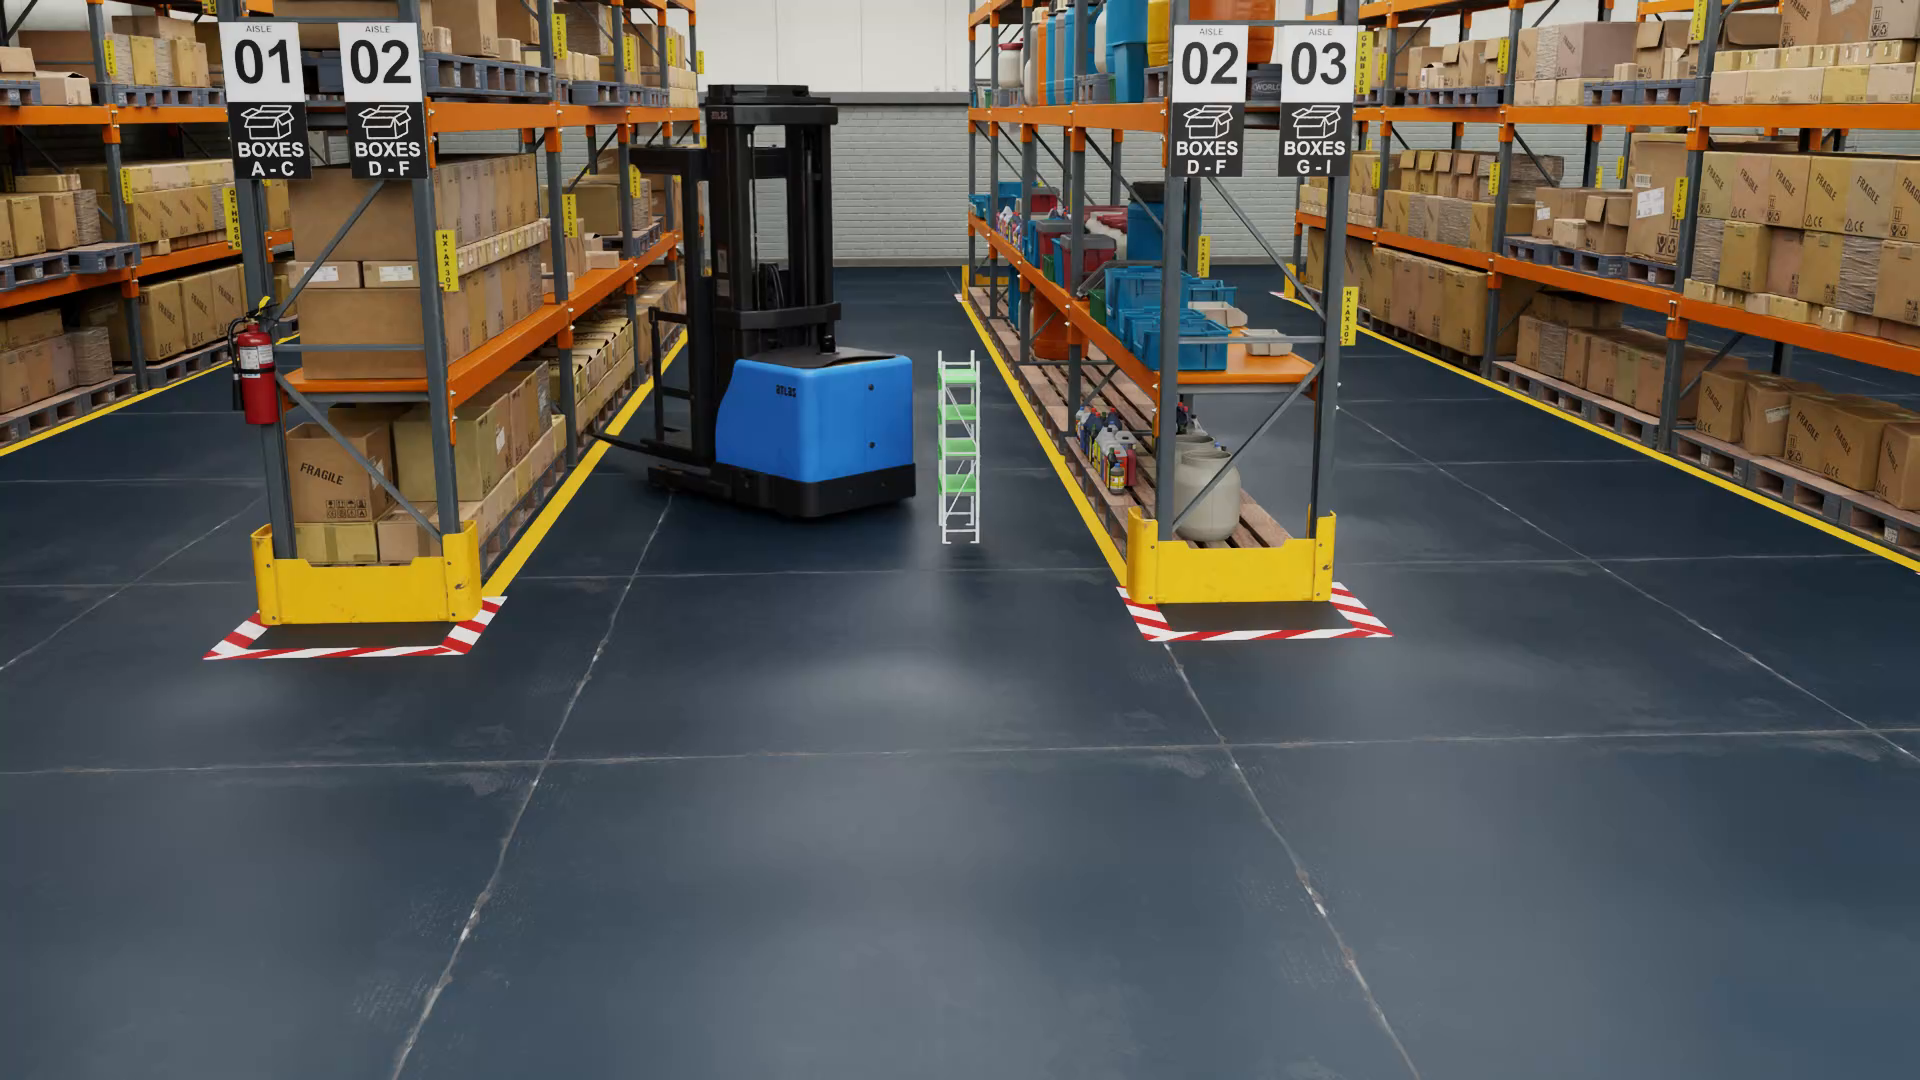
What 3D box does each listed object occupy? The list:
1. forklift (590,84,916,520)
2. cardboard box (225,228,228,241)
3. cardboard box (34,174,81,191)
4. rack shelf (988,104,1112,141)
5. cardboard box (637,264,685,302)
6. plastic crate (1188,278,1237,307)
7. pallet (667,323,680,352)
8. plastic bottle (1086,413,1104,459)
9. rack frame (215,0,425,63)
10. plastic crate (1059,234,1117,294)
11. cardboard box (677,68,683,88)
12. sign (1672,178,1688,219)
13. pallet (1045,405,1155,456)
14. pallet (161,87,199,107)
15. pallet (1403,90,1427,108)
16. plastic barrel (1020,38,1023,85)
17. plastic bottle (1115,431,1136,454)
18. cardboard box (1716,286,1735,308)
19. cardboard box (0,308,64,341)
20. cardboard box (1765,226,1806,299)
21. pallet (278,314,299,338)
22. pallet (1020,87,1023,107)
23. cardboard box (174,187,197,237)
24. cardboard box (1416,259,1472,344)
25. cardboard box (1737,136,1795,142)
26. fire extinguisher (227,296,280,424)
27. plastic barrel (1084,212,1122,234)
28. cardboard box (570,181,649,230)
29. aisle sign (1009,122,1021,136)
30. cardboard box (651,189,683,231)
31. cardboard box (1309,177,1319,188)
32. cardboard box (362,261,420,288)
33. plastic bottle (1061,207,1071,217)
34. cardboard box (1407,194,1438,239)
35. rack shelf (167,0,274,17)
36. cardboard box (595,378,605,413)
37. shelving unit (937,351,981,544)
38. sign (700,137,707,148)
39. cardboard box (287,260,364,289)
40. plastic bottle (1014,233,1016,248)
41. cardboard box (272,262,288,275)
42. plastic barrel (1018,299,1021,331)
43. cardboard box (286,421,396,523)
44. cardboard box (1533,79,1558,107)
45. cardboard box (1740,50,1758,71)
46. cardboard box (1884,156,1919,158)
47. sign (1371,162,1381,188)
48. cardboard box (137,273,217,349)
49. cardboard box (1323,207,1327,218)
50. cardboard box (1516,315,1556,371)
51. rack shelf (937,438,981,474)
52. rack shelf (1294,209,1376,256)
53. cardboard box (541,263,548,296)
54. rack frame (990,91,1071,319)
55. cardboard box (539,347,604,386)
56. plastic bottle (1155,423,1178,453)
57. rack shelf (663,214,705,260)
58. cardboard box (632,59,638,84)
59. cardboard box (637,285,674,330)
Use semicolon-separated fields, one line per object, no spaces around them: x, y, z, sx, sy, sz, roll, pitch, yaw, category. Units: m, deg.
-1.710;-1.855;12.352;1.130;2.935;3.031;-14;20;-43;forklift
-8.615;-3.562;19.316;0.380;0.149;0.250;-1;14;-3;cardboard box
-8.705;-3.442;15.998;0.380;0.149;0.250;-3;15;-11;cardboard box
1.008;-4.706;18.722;1.077;0.370;4.000;-1;14;-3;rack shelf
-4.182;-3.495;22.717;0.797;0.503;0.637;-1;14;-3;cardboard box
1.719;-1.767;12.171;0.499;0.251;0.616;-1;14;-3;plastic crate
-3.972;-2.471;20.209;1.003;0.211;1.213;-1;14;-3;pallet
1.027;-0.786;12.494;0.144;0.351;0.185;-1;15;-6;plastic bottle
-3.317;-3.945;8.299;1.000;3.000;0.127;-1;14;-3;rack frame
1.044;-2.256;13.648;0.402;0.464;0.583;-1;14;-3;plastic crate
-3.894;-6.020;21.680;0.500;0.250;0.500;-1;14;-3;cardboard box
5.769;-2.737;13.322;0.100;0.325;0.005;-1;14;-3;sign
1.292;-0.954;14.310;1.003;0.211;1.213;-1;14;-3;pallet
-8.921;-4.750;17.828;1.003;0.211;1.213;0;14;-1;pallet
5.933;-5.308;20.003;0.805;0.209;1.217;-1;15;-6;pallet
0.871;-5.265;18.334;0.433;0.535;0.433;0;14;0;plastic barrel
1.200;-0.652;12.125;0.152;0.276;0.135;-1;14;-3;plastic bottle
6.082;-1.882;12.826;0.380;0.149;0.250;-1;14;-3;cardboard box
-8.687;-1.996;15.394;0.500;0.250;0.500;-1;14;-2;cardboard box
6.417;-2.018;12.052;0.875;0.500;0.500;-1;14;-3;cardboard box
-8.973;-2.786;21.432;1.003;0.211;1.213;-1;14;-3;pallet
1.182;-4.657;17.467;1.003;0.211;1.213;-1;14;-3;pallet
-8.584;-3.532;17.897;0.500;0.500;0.500;-1;14;-4;cardboard box
6.006;-2.749;19.112;1.225;0.875;0.875;-1;14;-3;cardboard box
10.485;-5.017;21.700;0.500;0.500;0.500;-1;14;-5;cardboard box
-3.773;-0.965;8.914;0.296;0.674;0.183;-1;14;-3;fire extinguisher
1.409;-2.906;16.077;0.421;0.512;0.421;0;14;0;plastic barrel
-3.830;-3.666;18.212;0.700;0.500;0.500;2;15;7;cardboard box
0.924;-6.375;24.568;0.394;0.787;0.004;-1;14;-3;aisle sign
-3.820;-4.203;21.142;0.500;0.500;0.500;-1;14;-2;cardboard box
5.371;-5.357;24.027;0.500;0.500;0.500;-1;14;-5;cardboard box
-3.126;-1.503;9.345;0.380;0.149;0.250;-1;14;-4;cardboard box
1.279;-3.806;19.897;0.144;0.351;0.185;-1;14;-3;plastic bottle
5.669;-3.856;19.794;0.500;0.500;0.500;-1;14;-5;cardboard box
-9.128;-6.807;21.670;1.077;0.370;4.000;-1;14;-3;rack shelf
-3.407;-1.266;14.602;0.500;0.250;0.500;-1;14;-5;cardboard box
-0.010;-0.622;11.037;0.258;1.200;0.503;-1;14;-3;shelving unit
-3.753;-5.736;24.342;0.100;0.325;0.005;-1;14;-3;sign
-3.531;-1.494;9.311;0.380;0.149;0.250;-1;14;-4;cardboard box
0.647;-3.310;18.269;0.097;0.201;0.097;0;14;0;plastic bottle
-8.787;-3.529;21.594;0.380;0.149;0.250;0;14;-2;cardboard box
0.890;-2.644;19.434;0.421;0.512;0.421;0;14;0;plastic barrel
-3.647;-0.403;9.743;0.500;0.500;0.500;-1;14;-3;cardboard box
5.882;-4.313;16.049;0.500;0.250;0.500;-1;14;-2;cardboard box
6.120;-3.609;12.513;0.380;0.149;0.250;-2;15;-6;cardboard box
6.715;-2.382;11.461;0.500;0.500;0.500;-1;14;-3;cardboard box
5.274;-4.624;21.083;0.100;0.325;0.005;-1;14;-3;sign
-8.719;-2.517;18.259;0.750;0.750;0.750;-1;14;-4;cardboard box
5.354;-4.636;23.528;0.380;0.149;0.250;-1;14;-4;cardboard box
6.137;-2.017;16.980;0.700;0.500;0.500;-2;15;-6;cardboard box
-0.010;-0.560;11.053;0.258;0.148;0.480;-1;14;-3;rack shelf
5.703;-4.325;23.259;1.077;0.370;4.000;-1;14;-3;rack shelf
-3.639;-2.083;13.404;0.500;0.250;0.500;0;14;0;cardboard box
0.884;-4.099;20.939;1.000;3.000;0.127;-1;14;-3;rack frame
-3.401;-1.537;14.532;0.500;0.311;0.500;-1;14;-5;cardboard box
1.573;-0.792;12.667;0.152;0.276;0.135;-1;14;-3;plastic bottle
-4.184;-4.173;22.668;1.077;0.370;4.000;-1;14;-3;rack shelf
-3.937;-4.894;17.808;0.910;0.500;0.500;-1;14;-3;cardboard box
-3.721;-2.785;19.964;0.500;0.500;0.500;-1;14;-3;cardboard box
